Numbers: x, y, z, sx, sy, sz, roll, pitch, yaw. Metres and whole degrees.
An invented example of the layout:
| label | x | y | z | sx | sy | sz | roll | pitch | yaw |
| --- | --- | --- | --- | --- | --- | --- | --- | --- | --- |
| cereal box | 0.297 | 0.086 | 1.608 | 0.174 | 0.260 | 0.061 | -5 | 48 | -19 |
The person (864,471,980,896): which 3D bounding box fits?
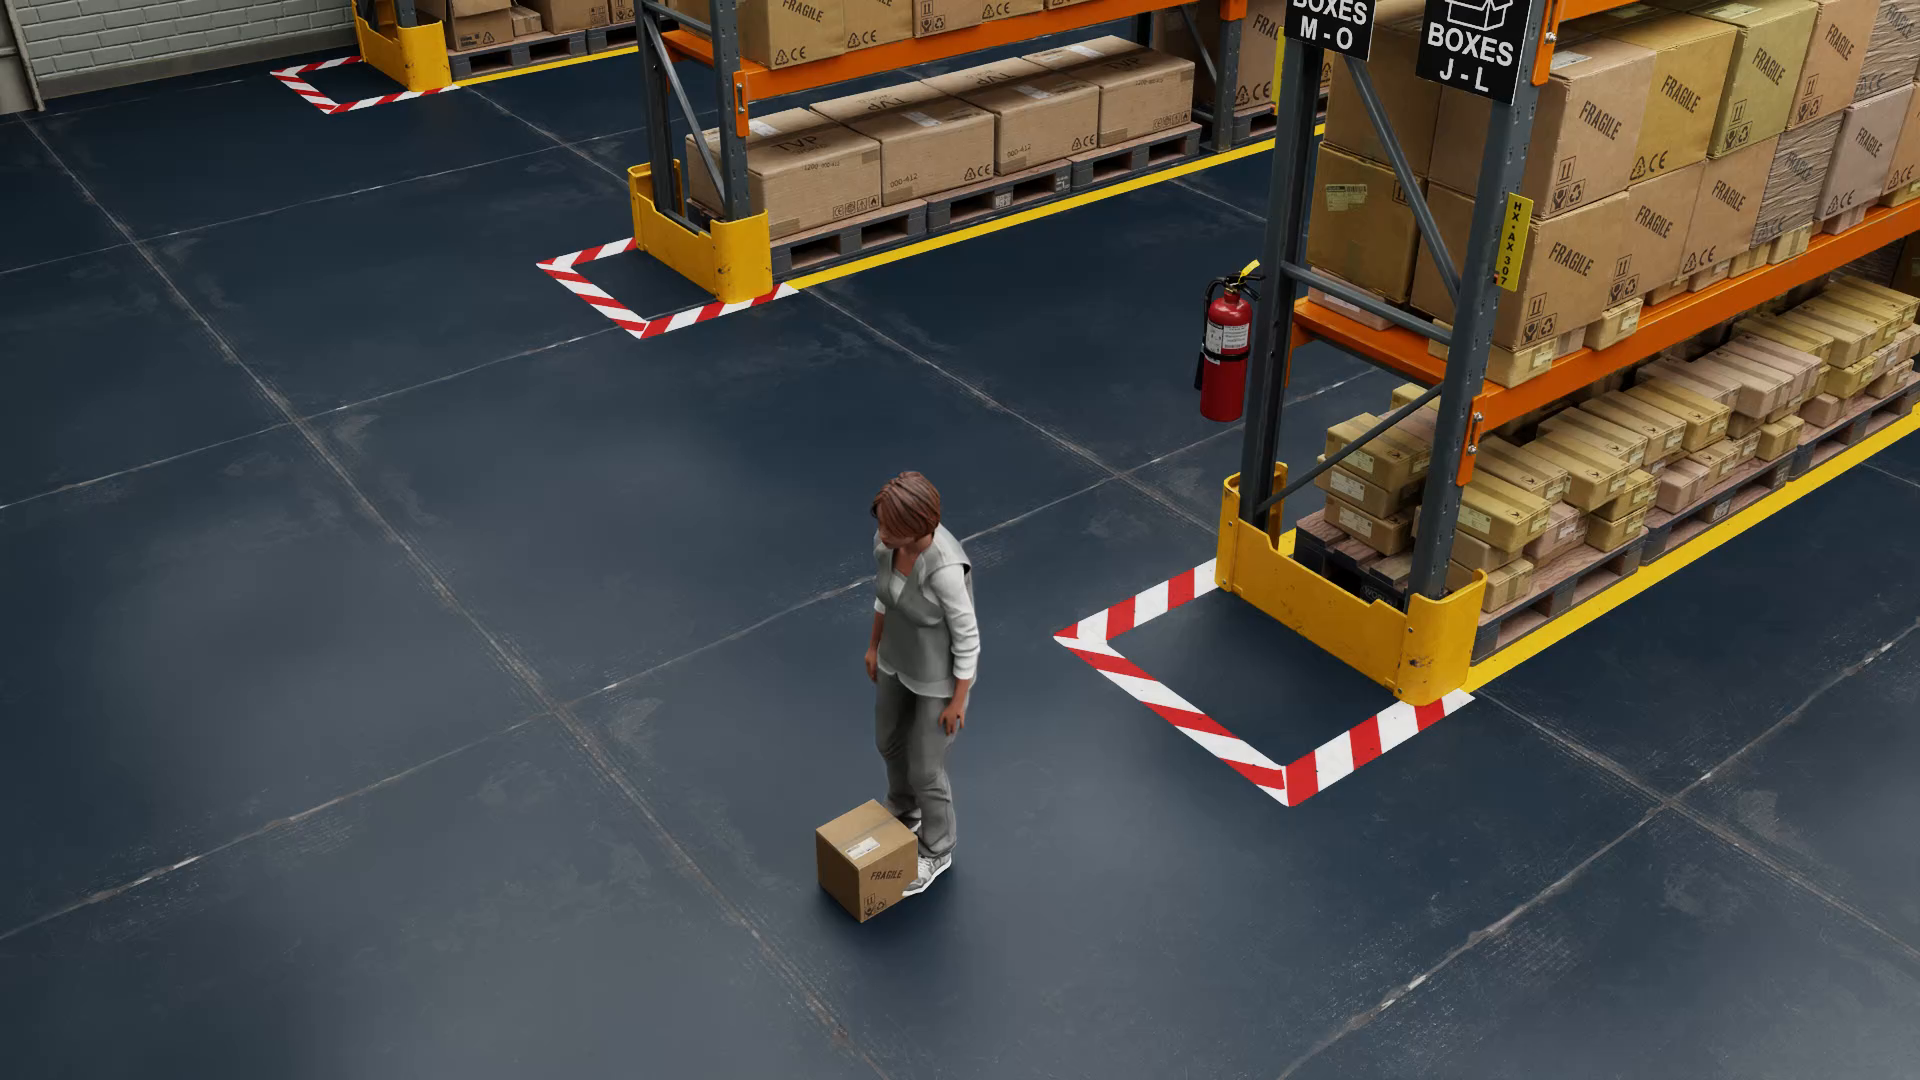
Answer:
| label | x | y | z | sx | sy | sz | roll | pitch | yaw |
| --- | --- | --- | --- | --- | --- | --- | --- | --- | --- |
| person | -0.145 | 0.453 | 5.441 | 0.378 | 1.592 | 0.480 | -25 | 40 | -34 |
